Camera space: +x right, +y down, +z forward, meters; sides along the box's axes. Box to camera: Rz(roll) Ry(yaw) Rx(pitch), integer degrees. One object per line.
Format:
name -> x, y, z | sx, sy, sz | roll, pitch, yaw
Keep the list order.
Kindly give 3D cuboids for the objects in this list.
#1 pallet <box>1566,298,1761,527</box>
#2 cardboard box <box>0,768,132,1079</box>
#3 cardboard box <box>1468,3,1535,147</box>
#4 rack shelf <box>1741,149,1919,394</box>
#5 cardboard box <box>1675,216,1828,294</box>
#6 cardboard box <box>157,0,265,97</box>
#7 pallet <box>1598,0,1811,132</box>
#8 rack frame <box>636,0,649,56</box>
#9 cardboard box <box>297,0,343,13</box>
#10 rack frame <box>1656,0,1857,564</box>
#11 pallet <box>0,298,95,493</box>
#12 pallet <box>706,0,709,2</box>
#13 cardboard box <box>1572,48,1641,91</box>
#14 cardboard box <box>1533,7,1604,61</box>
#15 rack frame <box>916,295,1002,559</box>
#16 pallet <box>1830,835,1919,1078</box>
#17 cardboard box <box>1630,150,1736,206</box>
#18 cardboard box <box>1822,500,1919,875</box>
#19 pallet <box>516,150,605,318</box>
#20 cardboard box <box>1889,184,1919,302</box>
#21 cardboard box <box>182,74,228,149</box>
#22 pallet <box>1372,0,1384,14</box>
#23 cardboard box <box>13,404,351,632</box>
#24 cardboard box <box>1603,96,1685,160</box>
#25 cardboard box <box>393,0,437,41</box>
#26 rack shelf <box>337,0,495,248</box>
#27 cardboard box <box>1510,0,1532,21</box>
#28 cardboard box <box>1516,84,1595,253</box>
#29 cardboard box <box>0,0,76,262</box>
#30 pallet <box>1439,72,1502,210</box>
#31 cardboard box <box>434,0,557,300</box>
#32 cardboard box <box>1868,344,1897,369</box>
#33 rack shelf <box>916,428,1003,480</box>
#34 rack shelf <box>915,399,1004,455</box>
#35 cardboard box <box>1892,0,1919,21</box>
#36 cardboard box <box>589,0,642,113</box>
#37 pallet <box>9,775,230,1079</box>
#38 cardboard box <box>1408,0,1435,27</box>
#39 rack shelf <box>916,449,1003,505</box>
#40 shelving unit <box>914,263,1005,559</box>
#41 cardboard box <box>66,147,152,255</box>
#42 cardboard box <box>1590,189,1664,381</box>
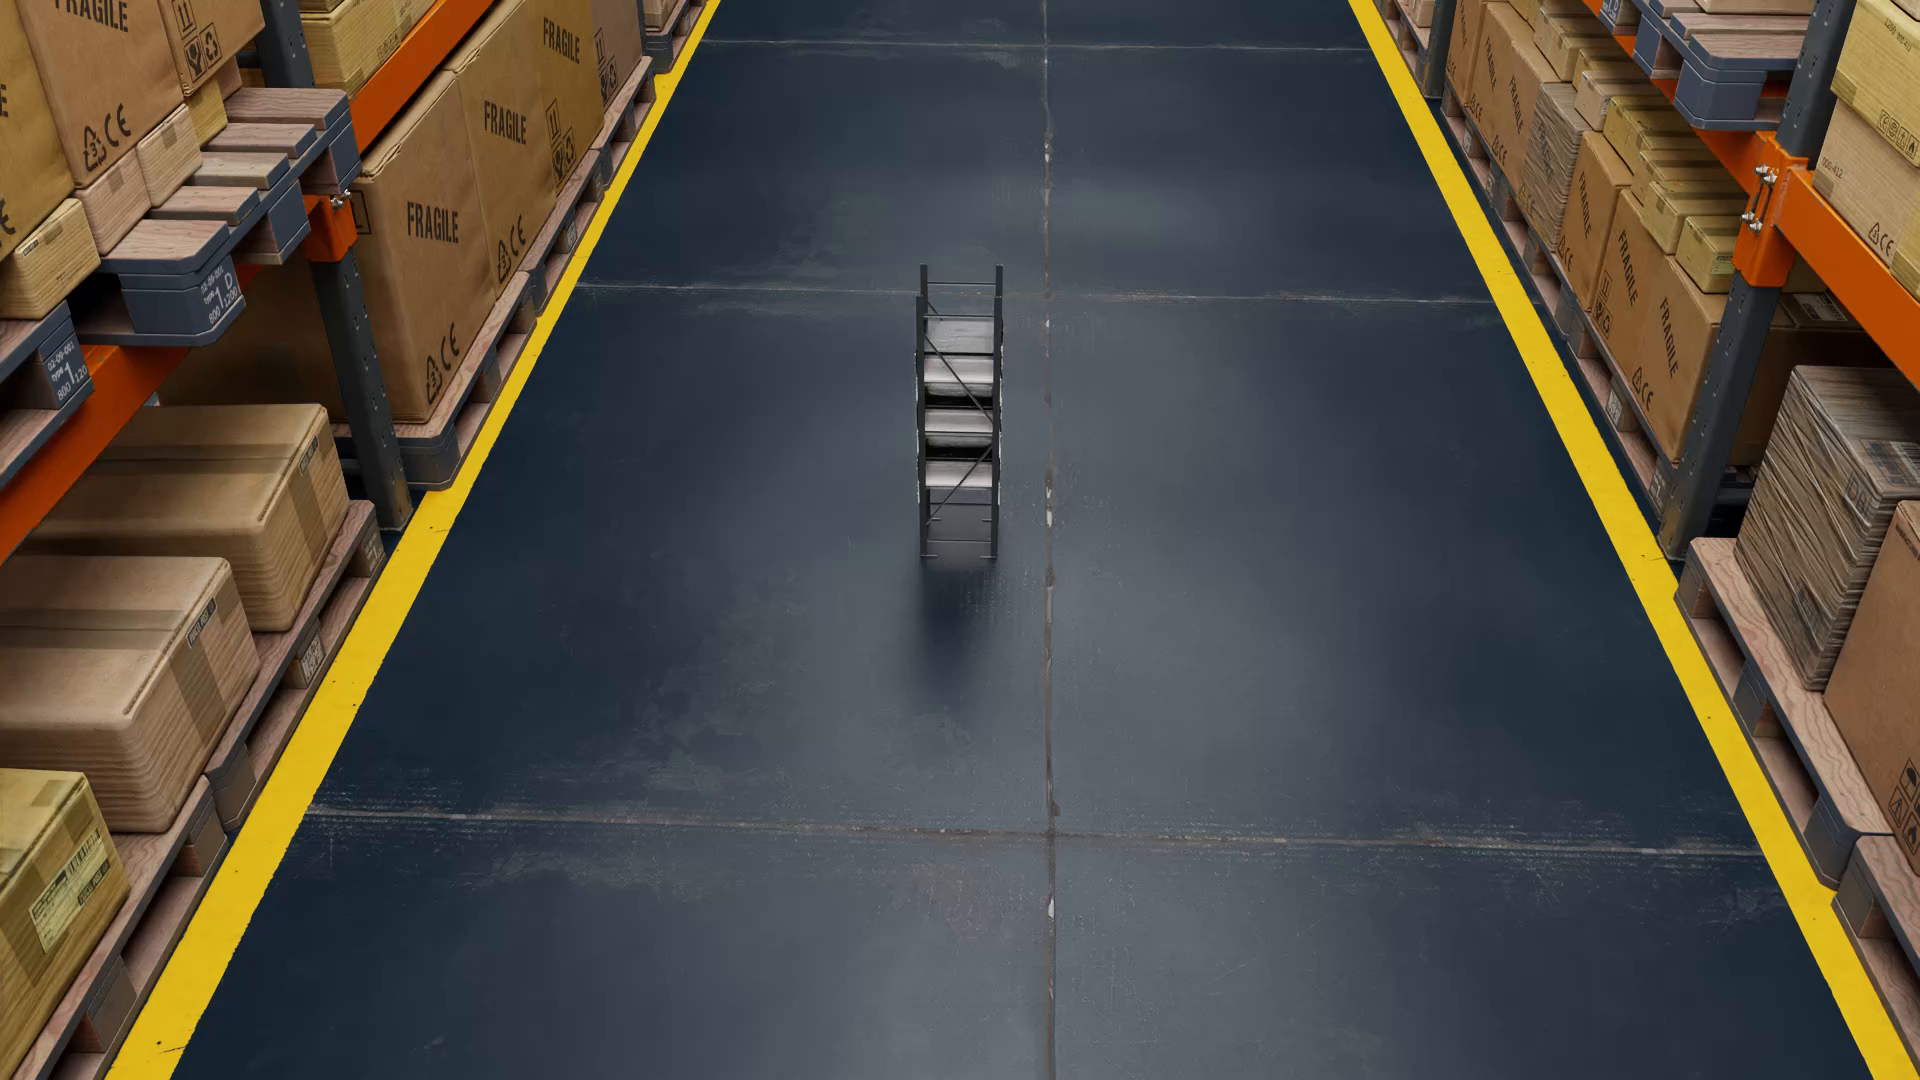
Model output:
pallet -> 2.761, -0.467, 5.731 | 1.003, 0.211, 1.213 | 1, 35, 2
cardboard box -> -2.357, 0.795, 3.430 | 0.950, 0.372, 0.625 | 2, 35, 3
cardboard box -> 2.598, -2.048, 7.364 | 0.500, 0.500, 0.500 | 1, 35, 1
rack shelf -> 2.613, 0.264, 2.892 | 1.077, 0.370, 4.000 | 1, 35, 2
cardboard box -> 2.460, -0.884, 5.143 | 0.380, 0.149, 0.250 | 0, 35, 0
cardboard box -> -2.007, -1.359, 3.864 | 0.500, 0.500, 0.500 | 0, 35, 1
pallet -> 2.650, -1.492, 4.932 | 1.213, 0.211, 1.003 | 1, 35, 2
rack frame -> -2.106, -3.590, 7.750 | 1.000, 3.000, 0.127 | 1, 35, 2
cardboard box -> -1.999, -1.721, 4.785 | 0.500, 0.250, 0.500 | 1, 35, 2
rack frame -> 2.693, -1.180, 4.320 | 1.000, 3.000, 0.127 | 1, 35, 2
pallet -> -2.305, -0.075, 2.916 | 1.003, 0.211, 1.213 | 1, 35, 2
pallet -> -1.951, -3.587, 10.171 | 1.003, 0.211, 1.213 | 1, 35, 2
cardboard box -> 2.602, -1.785, 6.426 | 0.380, 0.149, 0.250 | 1, 35, 2
cardboard box -> 2.596, -2.083, 6.850 | 0.380, 0.149, 0.250 | 1, 35, 2
rack frame -> -0.004, -0.314, 4.915 | 0.240, 0.900, 0.006 | 1, 35, 2
pallet -> 2.569, 1.132, 3.455 | 1.003, 0.211, 1.213 | 1, 35, 2
cardboard box -> 2.495, -1.192, 5.581 | 0.380, 0.149, 0.250 | 0, 35, 0
cardboard box -> 2.636, 0.354, 3.838 | 0.875, 0.625, 0.625 | 2, 35, 3
pallet -> -2.108, -1.302, 6.919 | 1.003, 0.211, 1.213 | 1, 35, 2
cardboard box -> 2.406, -0.580, 3.597 | 0.500, 0.250, 0.500 | 1, 35, 1
cardboard box -> -1.983, -1.012, 3.934 | 0.380, 0.149, 0.250 | 2, 35, 3
pallet -> 2.929, -3.434, 9.953 | 1.003, 0.211, 1.213 | 1, 35, 2
cardboard box -> -2.299, -0.065, 4.653 | 0.950, 0.372, 0.625 | -1, 35, -1
cardboard box -> 2.560, -1.486, 6.000 | 0.380, 0.149, 0.250 | 1, 35, 1
cardboard box -> -1.993, -1.802, 5.335 | 0.500, 0.250, 0.500 | 0, 35, 1
rack shelf -> -2.186, -2.147, 6.322 | 1.077, 0.370, 4.000 | 1, 35, 2
cardboard box -> 2.641, -2.384, 7.278 | 0.380, 0.149, 0.250 | 0, 35, -1
cardboard box -> 2.547, -1.464, 6.533 | 0.500, 0.500, 0.500 | 0, 35, 0
cardboard box -> -2.036, -0.772, 3.029 | 0.500, 0.500, 0.500 | -1, 35, -1
pallet -> 2.859, -1.869, 7.726 | 1.003, 0.211, 1.213 | 1, 35, 2
cardboard box -> -2.116, -1.502, 6.261 | 0.875, 0.875, 0.875 | 2, 35, 2
cardboard box -> 2.990, -0.565, 5.253 | 0.500, 0.500, 0.500 | 3, 35, 4
rack shelf -> 0.000, -0.272, 5.069 | 0.258, 0.077, 0.200 | 1, 35, 2
rack shelf -> 0.000, -0.346, 5.017 | 0.258, 0.077, 0.200 | 1, 35, 2
cardboard box -> 2.386, -1.310, 3.854 | 0.380, 0.149, 0.250 | 2, 35, 3
cardboard box -> -2.051, -2.535, 7.731 | 0.875, 0.875, 0.875 | 2, 35, 3
pallet -> -2.351, 0.997, 3.648 | 1.003, 0.211, 1.213 | 1, 35, 2
cardboard box -> 2.583, -2.810, 8.754 | 0.380, 0.149, 0.250 | 0, 35, 0
rack shelf -> 0.000, -0.198, 5.121 | 0.258, 0.077, 0.200 | 1, 35, 2
shelving unit -> 0.000, -0.373, 4.998 | 0.258, 0.900, 0.210 | 1, 35, 2
cardboard box -> -1.967, -0.722, 3.521 | 0.380, 0.149, 0.250 | 0, 35, 0
cardboard box -> 2.526, -0.864, 5.679 | 0.500, 0.500, 0.500 | 1, 35, 1
